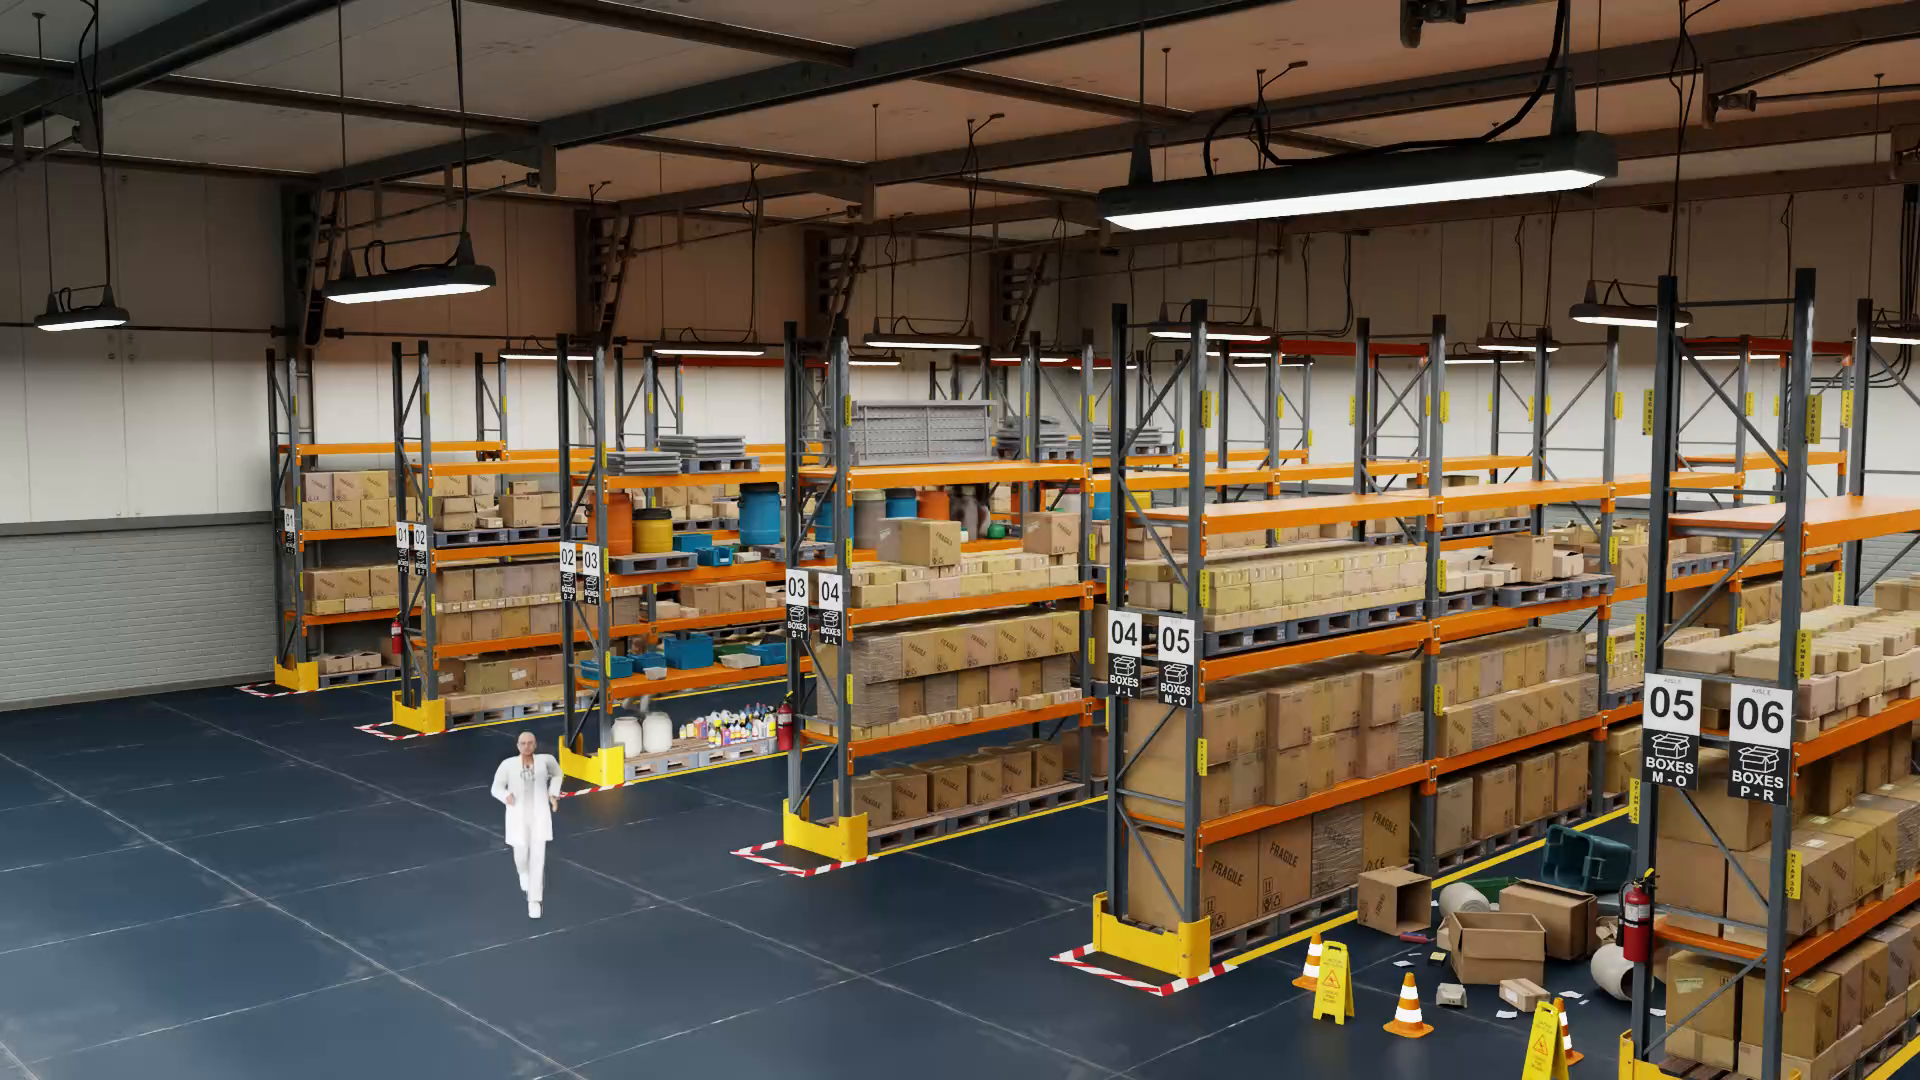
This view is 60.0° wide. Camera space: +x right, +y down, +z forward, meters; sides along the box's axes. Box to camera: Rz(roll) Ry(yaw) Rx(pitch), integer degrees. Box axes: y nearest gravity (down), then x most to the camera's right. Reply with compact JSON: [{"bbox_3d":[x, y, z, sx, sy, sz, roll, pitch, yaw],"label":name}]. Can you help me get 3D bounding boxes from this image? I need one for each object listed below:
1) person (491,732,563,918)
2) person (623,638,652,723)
[{"bbox_3d":[-4.351,2.812,16.773,0.710,1.773,1.040,-1,5,-15],"label":"person"},{"bbox_3d":[-4.832,2.224,24.961,0.569,1.548,0.679,4,6,38],"label":"person"}]
